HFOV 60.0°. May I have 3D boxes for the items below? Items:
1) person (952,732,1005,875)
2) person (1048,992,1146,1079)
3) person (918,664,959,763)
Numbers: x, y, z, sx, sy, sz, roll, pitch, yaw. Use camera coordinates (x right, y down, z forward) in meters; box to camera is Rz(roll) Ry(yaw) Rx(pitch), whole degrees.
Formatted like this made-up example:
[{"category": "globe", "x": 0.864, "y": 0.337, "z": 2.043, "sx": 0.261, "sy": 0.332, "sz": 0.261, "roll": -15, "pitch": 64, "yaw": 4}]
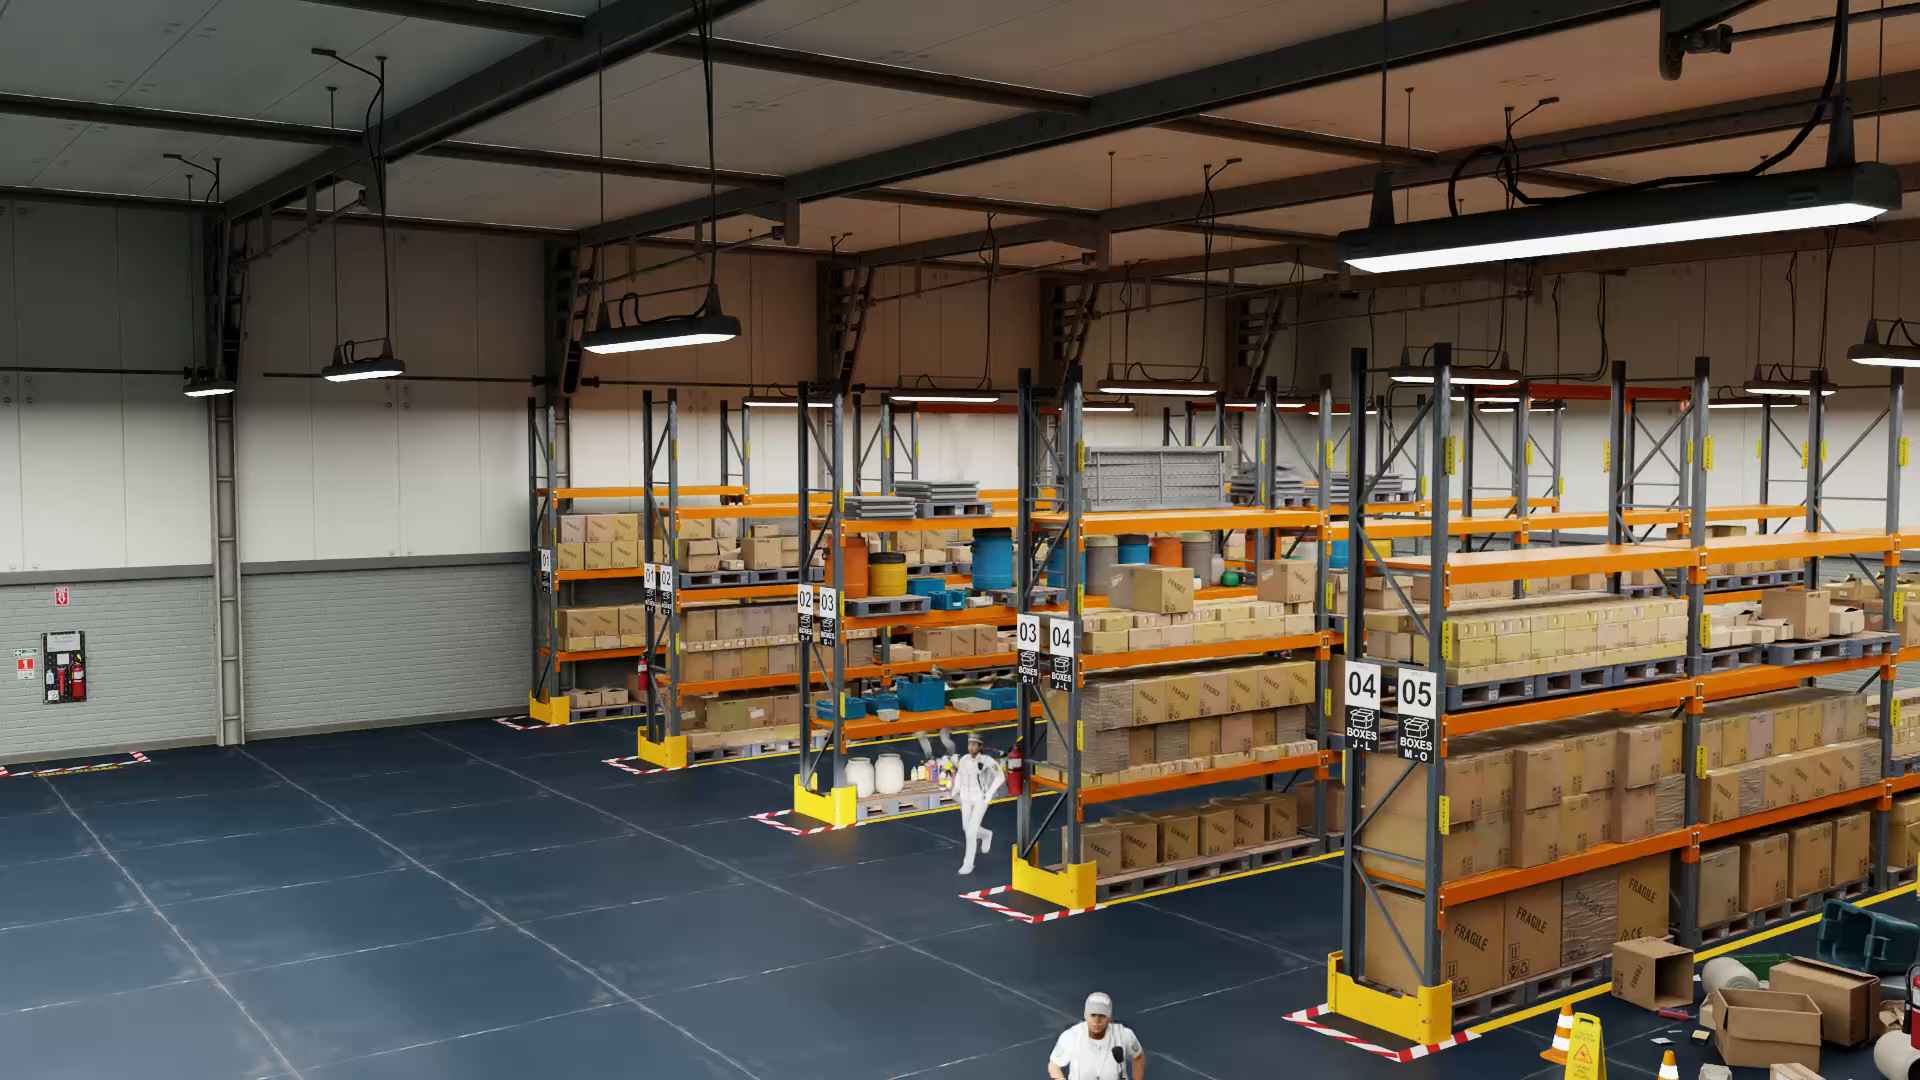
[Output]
[{"category": "person", "x": 0.220, "y": 3.158, "z": 20.125, "sx": 0.627, "sy": 1.701, "sz": 0.789, "roll": 2, "pitch": 4, "yaw": 31}, {"category": "person", "x": 0.884, "y": 3.716, "z": 10.780, "sx": 0.630, "sy": 1.662, "sz": 0.895, "roll": 0, "pitch": 3, "yaw": 6}, {"category": "person", "x": -0.300, "y": 2.791, "z": 26.091, "sx": 0.761, "sy": 1.721, "sz": 0.594, "roll": -3, "pitch": 5, "yaw": -42}]
